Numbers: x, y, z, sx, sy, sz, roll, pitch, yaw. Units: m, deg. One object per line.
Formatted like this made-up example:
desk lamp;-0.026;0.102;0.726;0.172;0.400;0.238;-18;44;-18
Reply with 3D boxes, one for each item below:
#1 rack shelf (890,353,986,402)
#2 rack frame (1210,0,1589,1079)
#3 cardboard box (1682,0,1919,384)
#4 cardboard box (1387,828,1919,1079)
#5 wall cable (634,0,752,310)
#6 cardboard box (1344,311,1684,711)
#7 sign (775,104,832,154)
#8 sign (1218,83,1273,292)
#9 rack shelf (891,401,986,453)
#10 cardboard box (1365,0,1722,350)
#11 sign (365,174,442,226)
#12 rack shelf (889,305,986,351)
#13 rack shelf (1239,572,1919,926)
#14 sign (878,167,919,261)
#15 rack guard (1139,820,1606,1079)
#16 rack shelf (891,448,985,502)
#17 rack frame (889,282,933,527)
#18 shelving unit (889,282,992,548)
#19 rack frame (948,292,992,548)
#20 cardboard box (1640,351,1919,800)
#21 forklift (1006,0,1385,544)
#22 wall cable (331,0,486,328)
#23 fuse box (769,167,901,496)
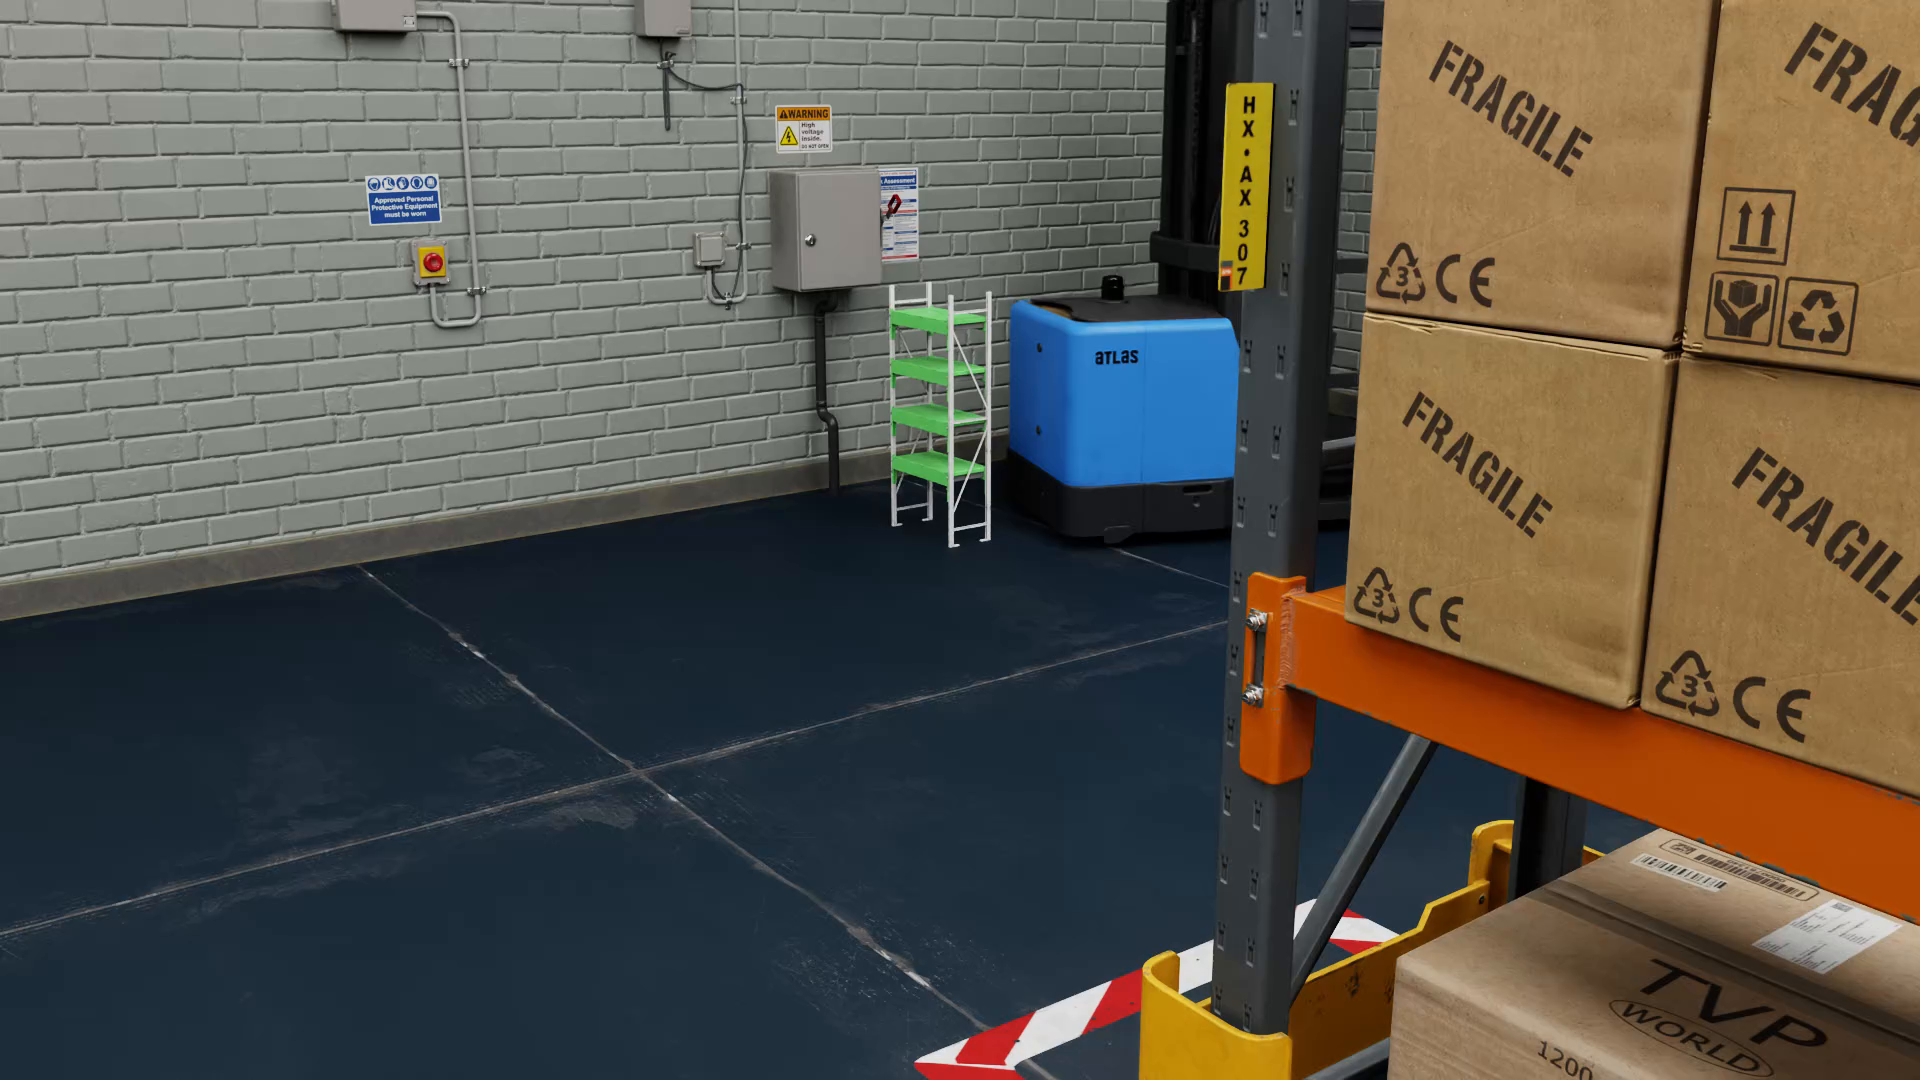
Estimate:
rack shelf;-0.097;-0.784;8.000;0.258;0.148;0.480;-11;19;-35
rack frame;0.911;-0.194;3.103;1.000;3.000;0.127;-11;19;-35
cardboard box;1.272;-0.469;2.023;0.500;0.500;0.500;-11;19;-36
cardboard box;1.380;0.964;2.928;0.875;0.438;0.875;-12;19;-36
wall cable;-1.283;-2.107;8.169;0.588;1.984;0.122;-11;19;-35
cardboard box;0.961;-0.095;2.553;0.500;0.500;0.500;-11;19;-35
sign;-0.805;-2.123;8.588;0.339;0.242;0.001;-11;19;-35
sign;0.458;-0.565;2.669;0.100;0.325;0.005;-11;19;-35
rack shelf;-0.097;-0.552;8.064;0.258;0.148;0.480;-11;19;-35
cardboard box;0.963;-0.578;2.422;0.500;0.500;0.500;-11;19;-36
sign;-2.499;-1.531;7.474;0.327;0.218;0.001;-11;19;-35
rack shelf;-0.097;-1.015;7.937;0.258;0.148;0.480;-11;19;-35
rack shelf;2.087;0.580;1.638;1.077;0.370;4.000;-11;19;-35
sign;-0.361;-1.765;9.021;0.329;0.494;0.001;-11;19;-35
rack guard;0.897;1.006;3.452;1.175;0.500;0.348;-11;19;-35
rack shelf;-0.097;-0.321;8.127;0.258;0.148;0.480;-11;19;-35
rack frame;-0.241;-0.666;8.237;0.240;1.200;0.015;-11;19;-35
shelving unit;-0.097;-0.614;8.047;0.258;1.200;0.503;-11;19;-35
rack frame;0.046;-0.562;7.856;0.240;1.200;0.015;-11;19;-35
cardboard box;1.281;0.008;2.174;0.500;0.500;0.500;-11;19;-35
forklift;1.818;-1.593;8.346;3.031;2.935;1.130;-4;16;-15
wall cable;-2.424;-1.900;7.351;0.585;1.953;0.123;-11;19;-35
fuse box;-0.639;-1.068;8.737;0.539;1.711;0.414;-11;19;-35
